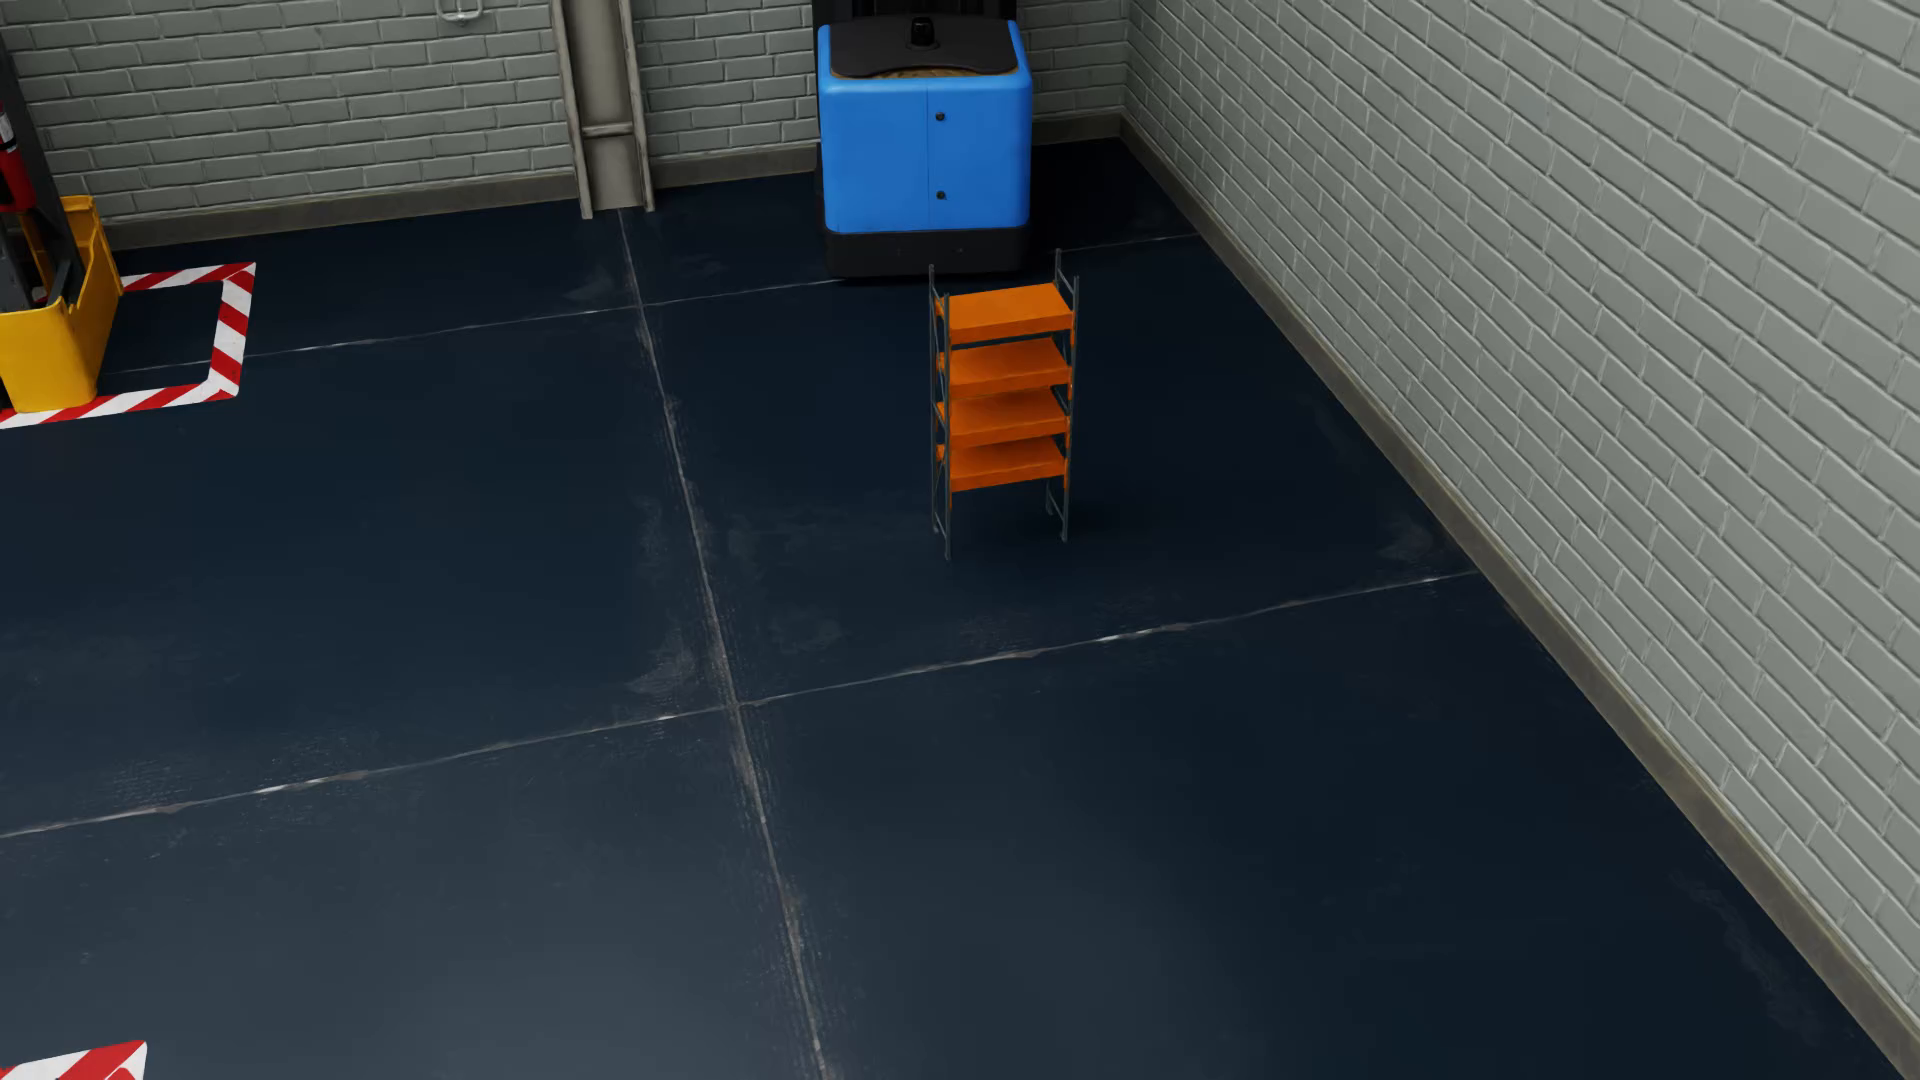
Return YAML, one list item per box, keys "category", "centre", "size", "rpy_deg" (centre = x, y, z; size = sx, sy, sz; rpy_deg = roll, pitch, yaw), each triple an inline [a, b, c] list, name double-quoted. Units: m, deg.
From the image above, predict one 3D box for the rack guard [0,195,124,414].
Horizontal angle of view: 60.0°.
- category: "rack guard"
  centre: [-4.253, -1.129, 7.815]
  size: [0.348, 0.500, 1.175]
  rpy_deg: [-9, 38, -12]

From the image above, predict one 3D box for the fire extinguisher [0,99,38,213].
- category: "fire extinguisher"
  centre: [-4.011, -1.693, 6.864]
  size: [0.183, 0.674, 0.296]
  rpy_deg: [-9, 38, -12]

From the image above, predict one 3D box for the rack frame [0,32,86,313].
- category: "rack frame"
  centre: [-4.277, -2.118, 7.050]
  size: [0.127, 3.000, 1.000]
  rpy_deg: [-9, 38, -12]

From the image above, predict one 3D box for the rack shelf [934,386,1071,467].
- category: "rack shelf"
  centre: [0.160, -0.449, 6.461]
  size: [0.480, 0.148, 0.258]
  rpy_deg: [-9, 38, -12]

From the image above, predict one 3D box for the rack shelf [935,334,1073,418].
- category: "rack shelf"
  centre: [0.160, -0.627, 6.325]
  size: [0.480, 0.148, 0.258]
  rpy_deg: [-9, 38, -12]

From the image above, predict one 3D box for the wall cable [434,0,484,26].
- category: "wall cable"
  centre: [-3.287, -3.279, 7.732]
  size: [1.851, 1.984, 0.084]
  rpy_deg: [-9, 38, -12]

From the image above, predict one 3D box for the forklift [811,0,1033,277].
- category: "forklift"
  centre: [-0.261, -3.364, 8.736]
  size: [1.130, 2.935, 3.031]
  rpy_deg: [-3, 37, -3]

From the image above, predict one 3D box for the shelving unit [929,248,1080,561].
- category: "shelving unit"
  centre: [0.160, -0.503, 6.420]
  size: [0.503, 1.200, 0.258]
  rpy_deg: [-9, 38, -12]

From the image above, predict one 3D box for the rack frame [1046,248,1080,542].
- category: "rack frame"
  centre: [0.395, -0.541, 6.470]
  size: [0.015, 1.200, 0.240]
  rpy_deg: [-9, 38, -12]

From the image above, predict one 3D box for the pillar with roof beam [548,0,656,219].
- category: "pillar with roof beam"
  centre: [-0.773, -2.911, 3.149]
  size: [0.400, 9.000, 9.100]
  rpy_deg: [-9, 38, -12]

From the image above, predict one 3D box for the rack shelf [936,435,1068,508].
- category: "rack shelf"
  centre: [0.160, -0.292, 6.581]
  size: [0.480, 0.148, 0.258]
  rpy_deg: [-9, 38, -12]

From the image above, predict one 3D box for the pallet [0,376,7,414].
- category: "pallet"
  centre: [-5.028, -0.838, 7.672]
  size: [1.213, 0.211, 1.003]
  rpy_deg: [-9, 38, -12]

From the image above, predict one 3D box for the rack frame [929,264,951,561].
- category: "rack frame"
  centre: [-0.076, -0.464, 6.369]
  size: [0.015, 1.200, 0.240]
  rpy_deg: [-9, 38, -12]

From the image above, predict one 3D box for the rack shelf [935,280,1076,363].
- category: "rack shelf"
  centre: [0.160, -0.815, 6.181]
  size: [0.480, 0.148, 0.258]
  rpy_deg: [-9, 38, -12]
